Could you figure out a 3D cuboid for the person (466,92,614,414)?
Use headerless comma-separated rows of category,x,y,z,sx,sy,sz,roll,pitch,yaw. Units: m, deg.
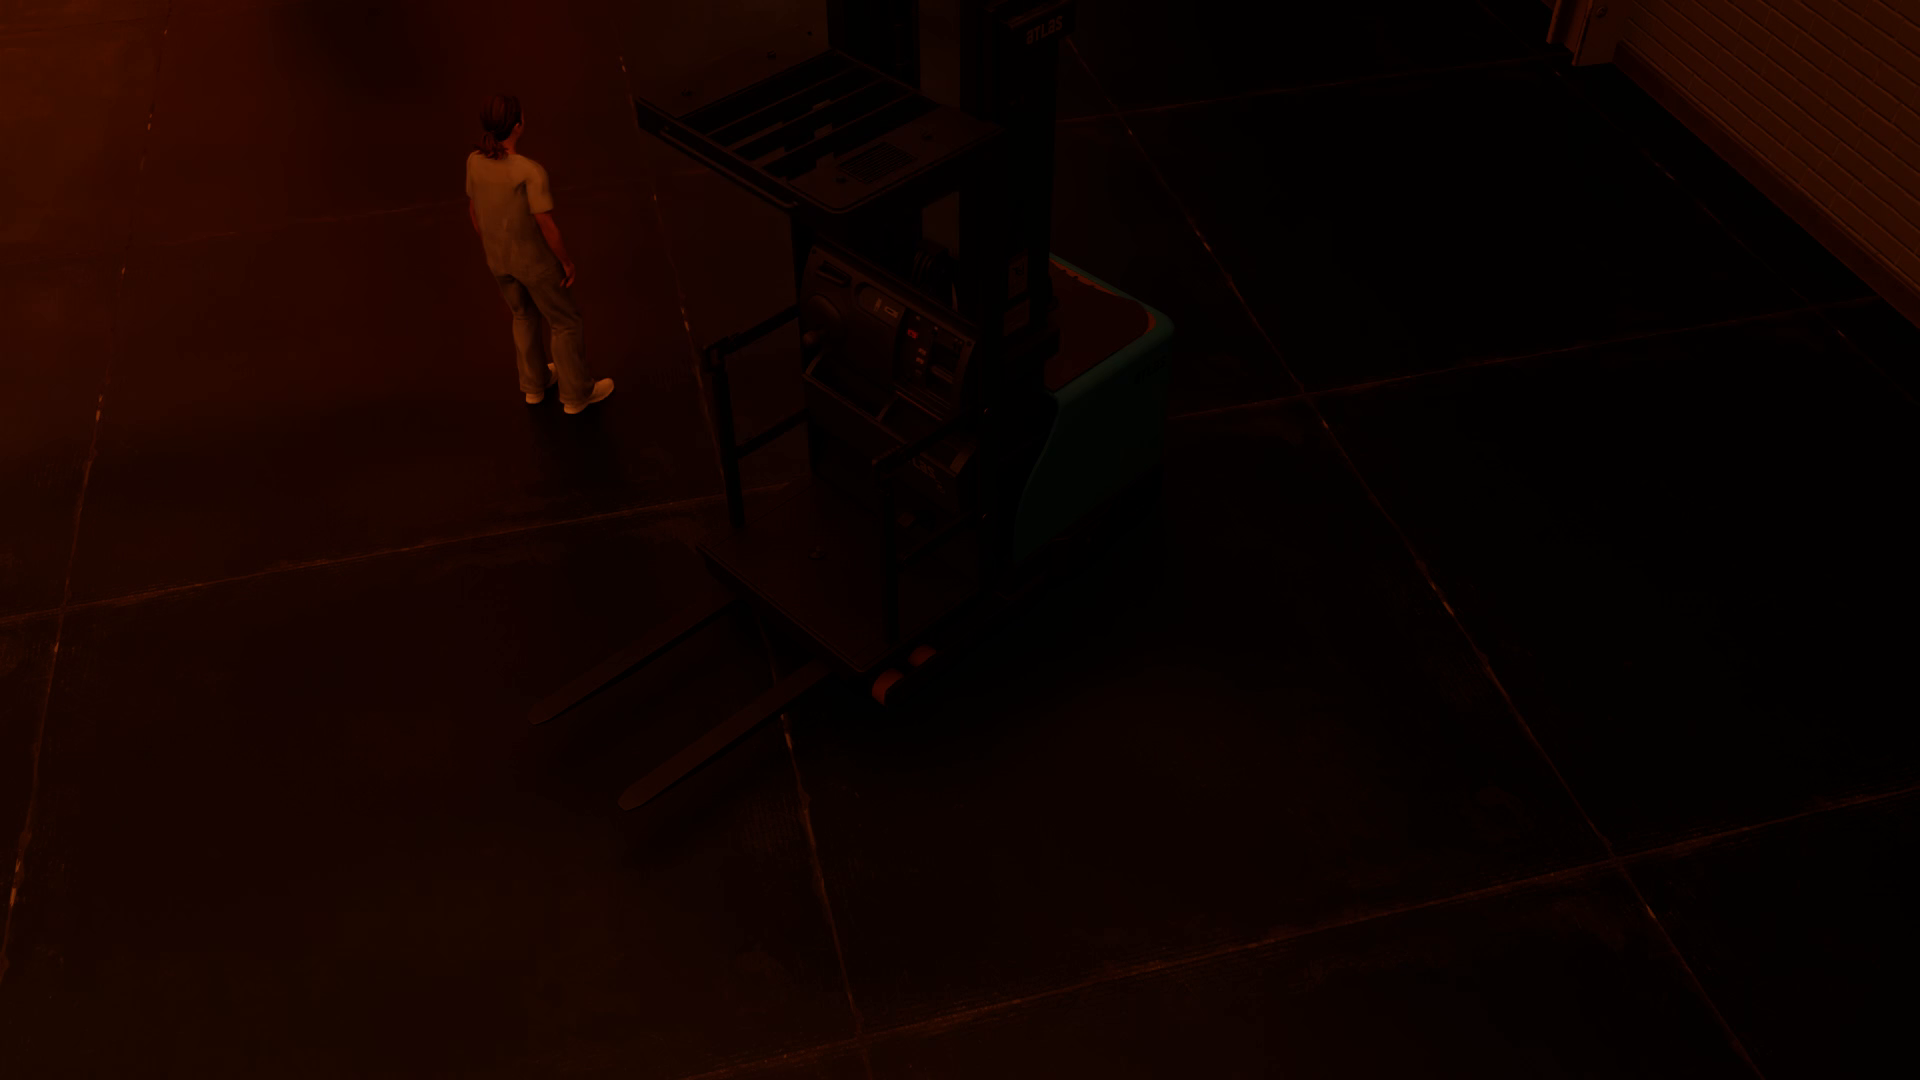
person,-2.072,-1.353,7.995,0.503,1.671,0.359,17,46,17

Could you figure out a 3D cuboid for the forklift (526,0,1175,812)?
forklift,-0.443,-0.761,6.451,3.031,2.935,1.130,-34,53,-31
